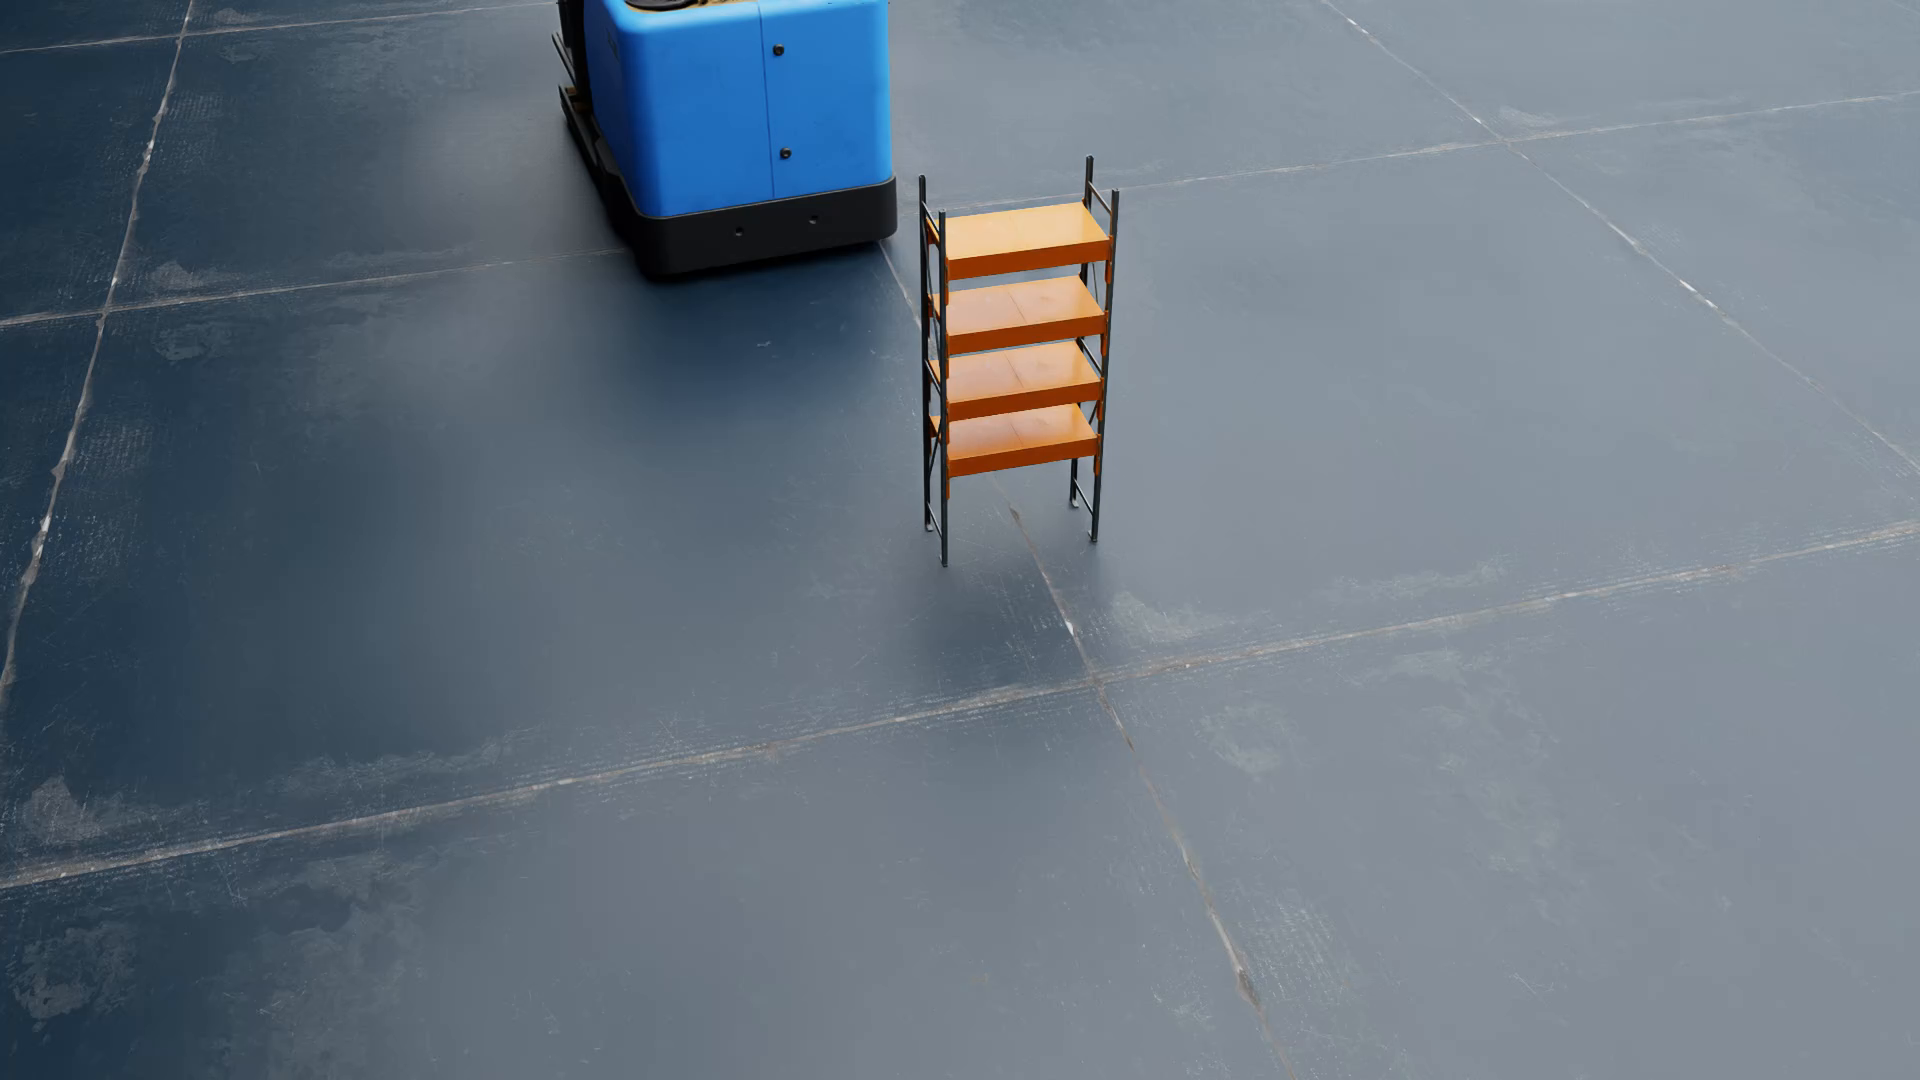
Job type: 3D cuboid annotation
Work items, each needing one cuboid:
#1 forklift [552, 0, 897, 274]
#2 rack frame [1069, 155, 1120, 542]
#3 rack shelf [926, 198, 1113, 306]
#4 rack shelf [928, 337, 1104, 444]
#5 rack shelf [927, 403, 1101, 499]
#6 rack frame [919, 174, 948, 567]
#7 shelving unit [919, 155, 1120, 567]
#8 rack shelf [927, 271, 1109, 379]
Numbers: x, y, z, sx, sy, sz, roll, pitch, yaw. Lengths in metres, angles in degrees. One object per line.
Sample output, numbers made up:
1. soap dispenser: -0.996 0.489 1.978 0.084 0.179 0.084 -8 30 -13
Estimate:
1. forklift: -1.238 -3.097 6.886 1.130 2.935 3.031 -12 39 -16
2. rack frame: 0.395 -0.541 4.970 0.015 1.200 0.240 -9 38 -12
3. rack shelf: 0.160 -0.815 4.681 0.480 0.148 0.258 -9 38 -12
4. rack shelf: 0.160 -0.449 4.961 0.480 0.148 0.258 -9 38 -12
5. rack shelf: 0.160 -0.292 5.081 0.480 0.148 0.258 -9 38 -12
6. rack frame: -0.076 -0.464 4.869 0.015 1.200 0.240 -9 38 -12
7. shelving unit: 0.160 -0.503 4.920 0.503 1.200 0.258 -9 38 -12
8. rack shelf: 0.160 -0.627 4.825 0.480 0.148 0.258 -9 38 -12
